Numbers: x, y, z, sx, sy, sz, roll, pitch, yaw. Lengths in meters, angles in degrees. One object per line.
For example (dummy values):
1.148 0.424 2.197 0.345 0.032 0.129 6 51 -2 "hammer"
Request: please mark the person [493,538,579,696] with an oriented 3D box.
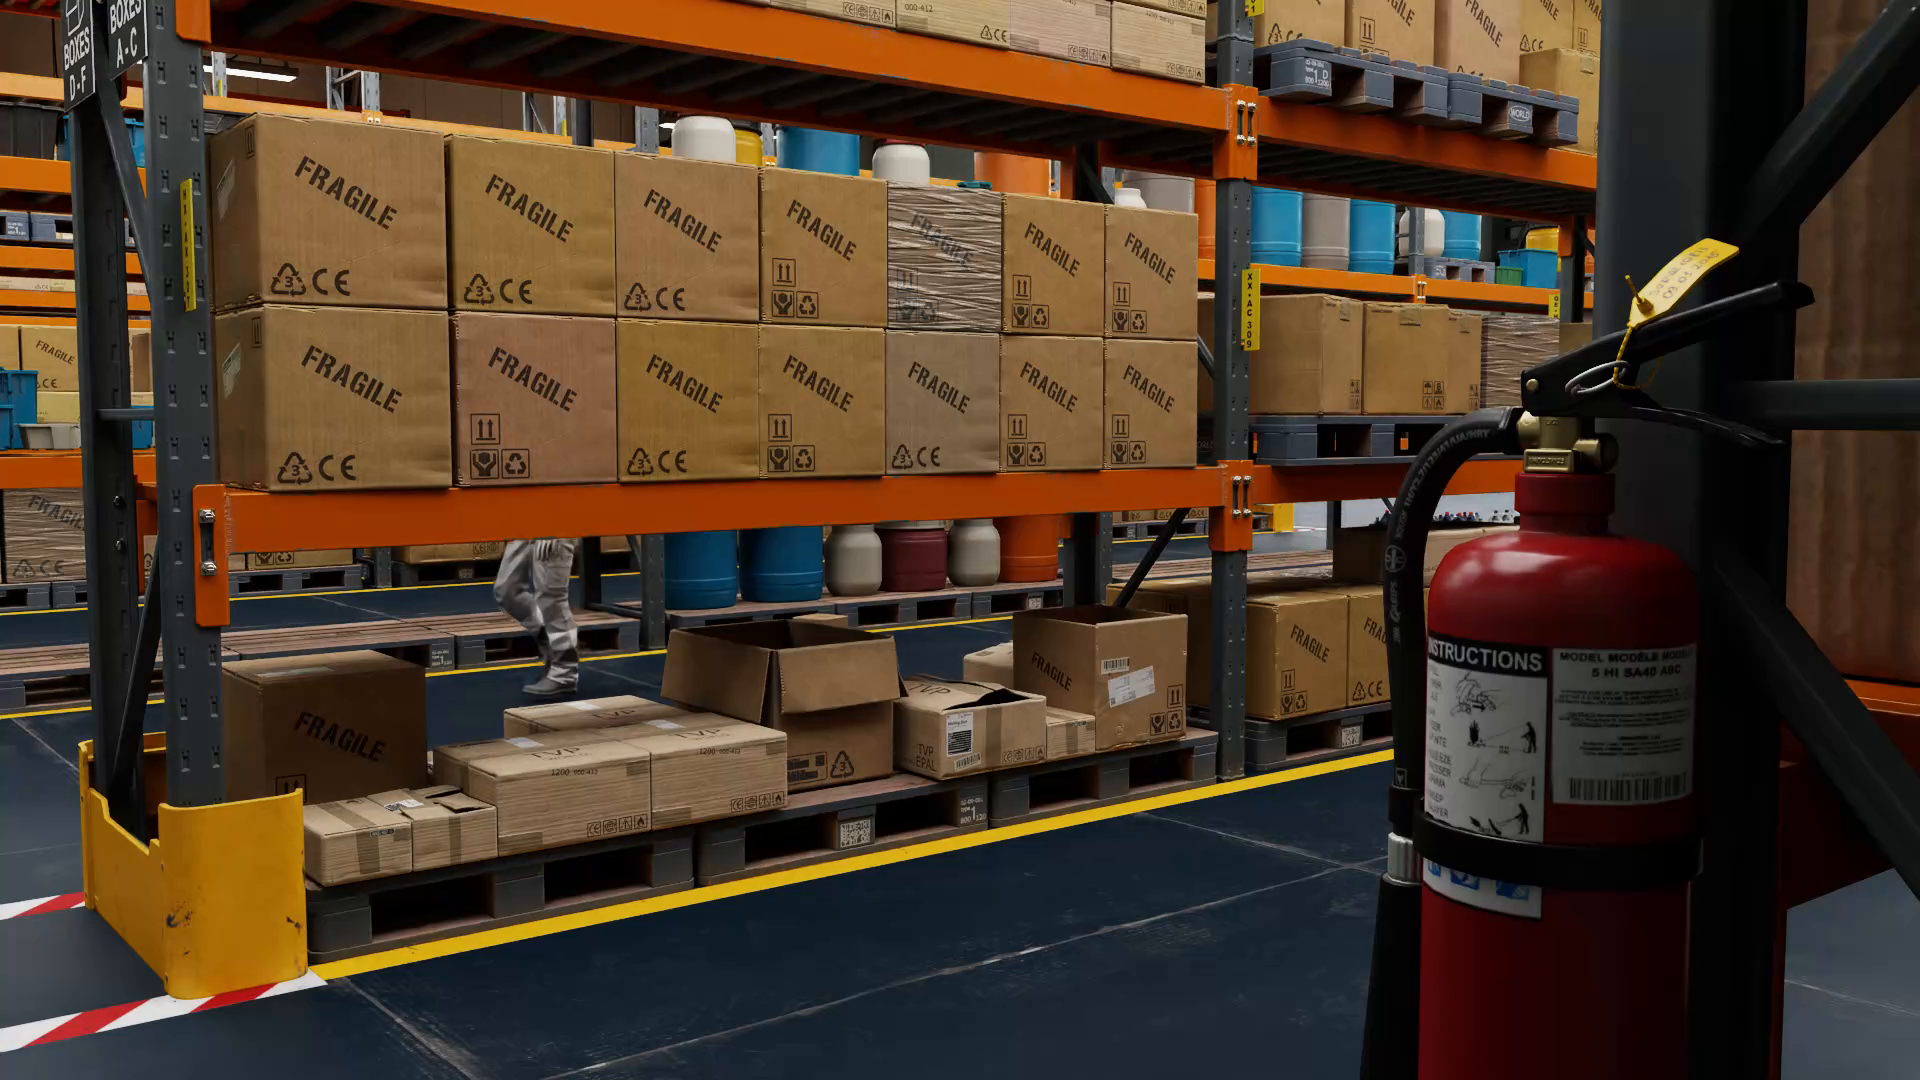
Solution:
-2.201 -0.061 8.788 0.444 1.793 0.531 -3 5 -34 "person"
